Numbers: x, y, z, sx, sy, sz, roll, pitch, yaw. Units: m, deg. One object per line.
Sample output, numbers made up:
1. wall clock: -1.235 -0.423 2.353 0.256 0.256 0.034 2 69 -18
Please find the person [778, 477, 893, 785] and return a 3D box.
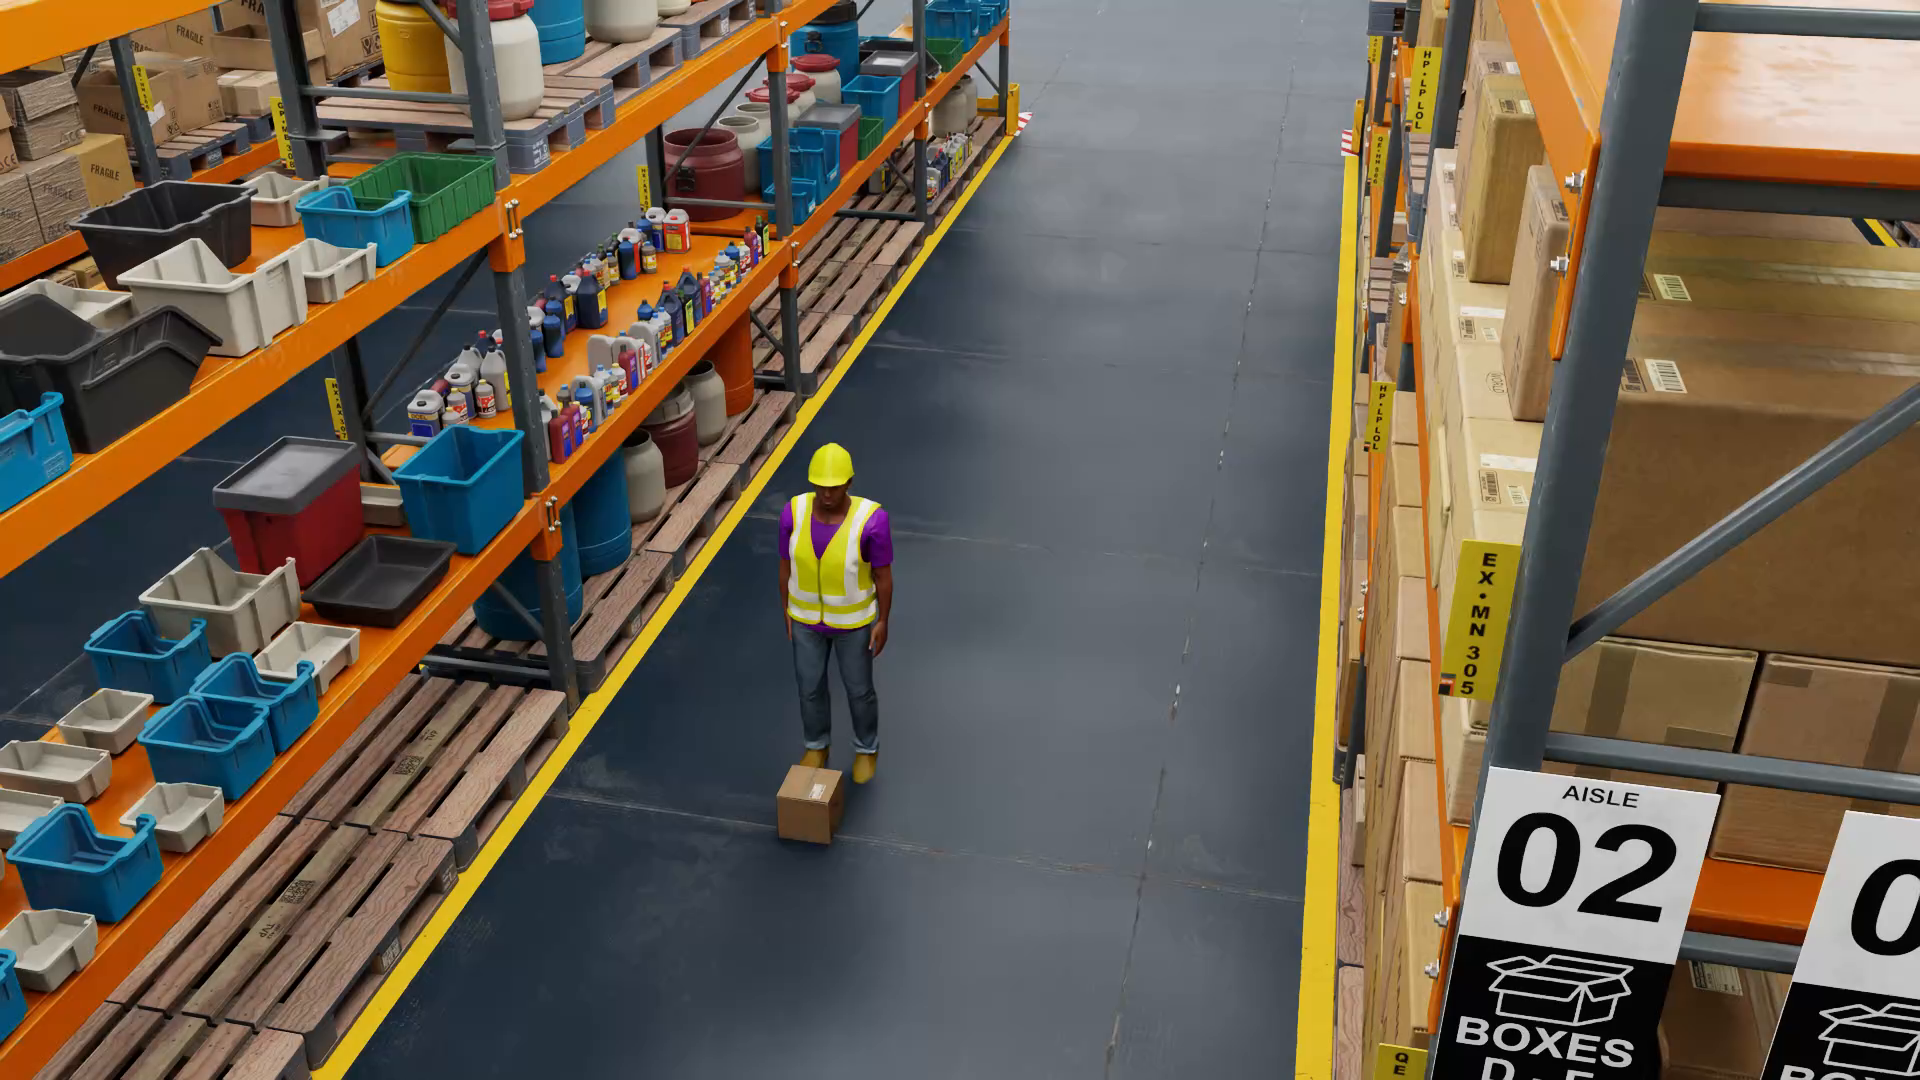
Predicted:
1. person: -12.384 -2.427 5.522 23.125 9.031 7.372 7 29 12
